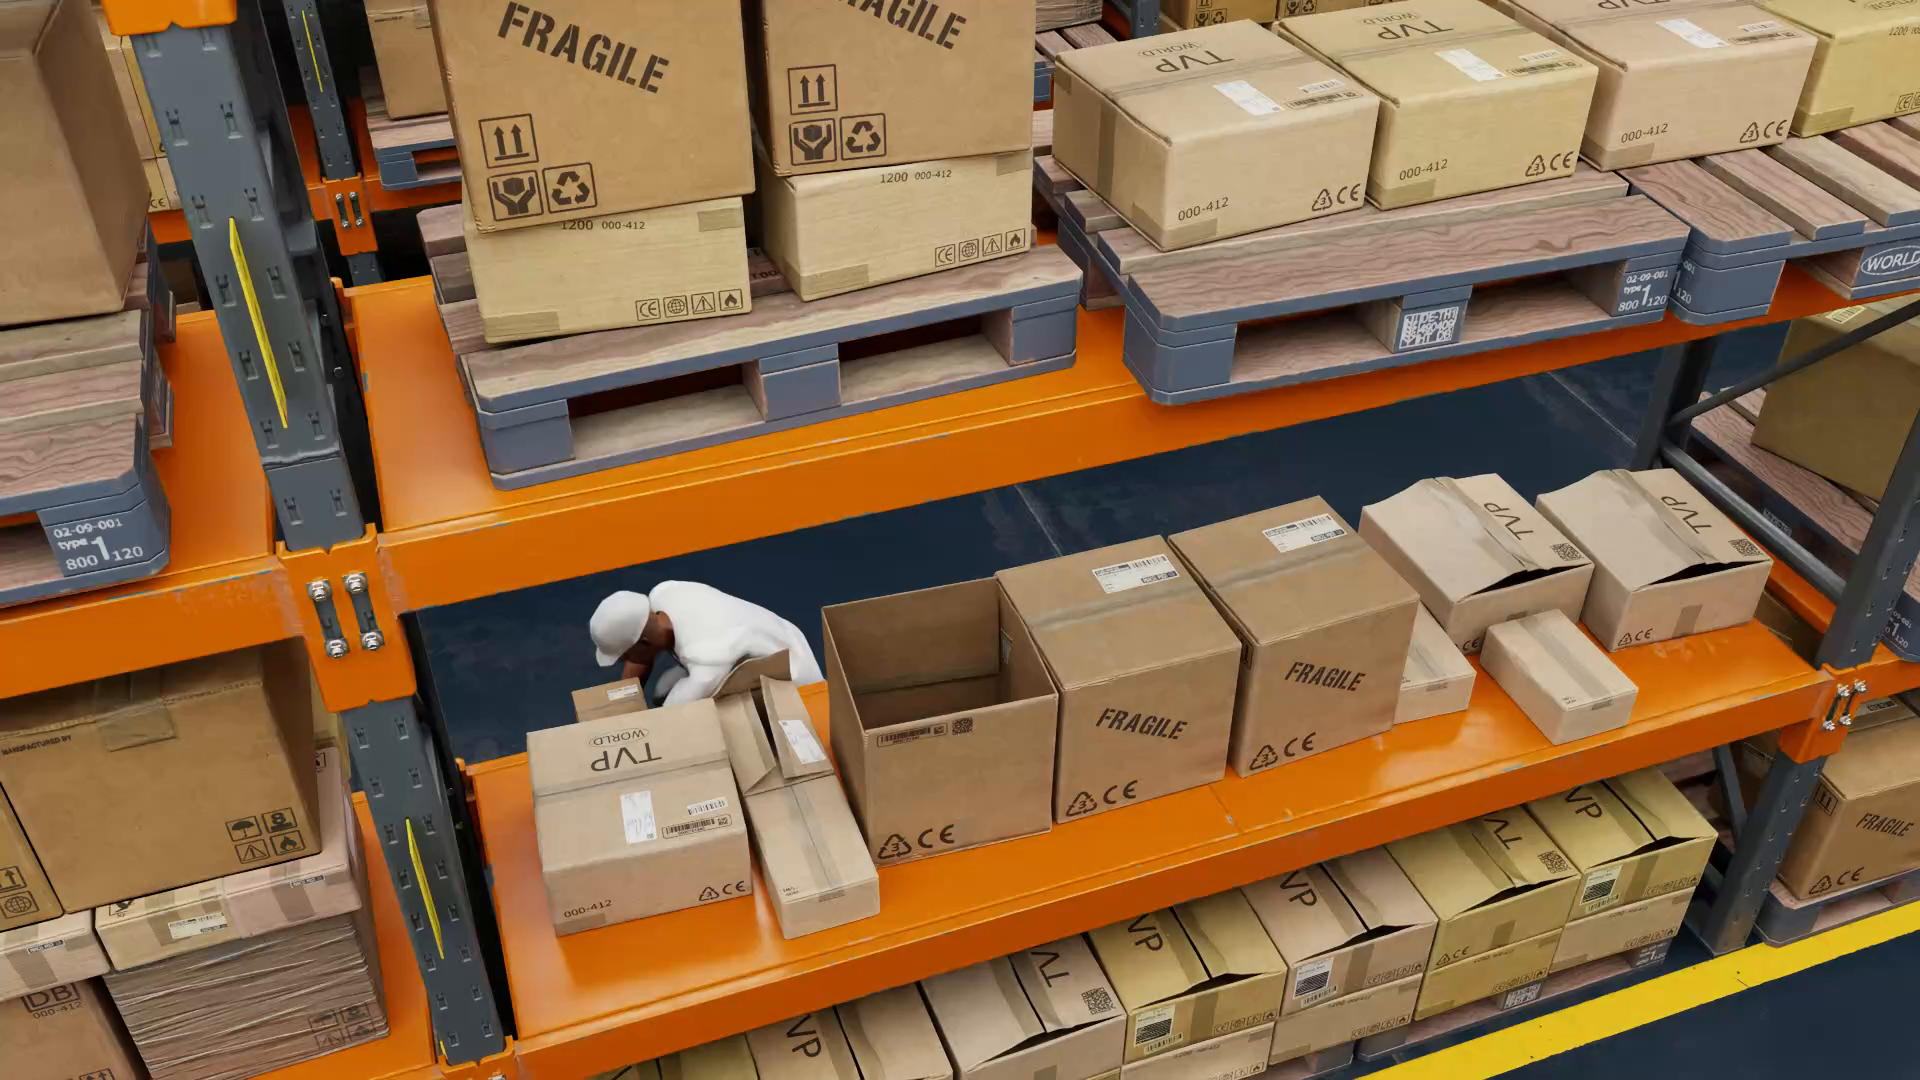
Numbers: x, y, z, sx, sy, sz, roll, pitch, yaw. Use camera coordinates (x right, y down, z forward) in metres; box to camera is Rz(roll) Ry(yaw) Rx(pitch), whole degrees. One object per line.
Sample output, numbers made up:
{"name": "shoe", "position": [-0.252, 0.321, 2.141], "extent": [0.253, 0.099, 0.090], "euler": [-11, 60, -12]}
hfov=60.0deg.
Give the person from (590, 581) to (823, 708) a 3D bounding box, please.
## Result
{"name": "person", "position": [-0.949, 0.511, 6.104], "extent": [0.882, 0.998, 0.589], "euler": [-13, 39, -16]}
